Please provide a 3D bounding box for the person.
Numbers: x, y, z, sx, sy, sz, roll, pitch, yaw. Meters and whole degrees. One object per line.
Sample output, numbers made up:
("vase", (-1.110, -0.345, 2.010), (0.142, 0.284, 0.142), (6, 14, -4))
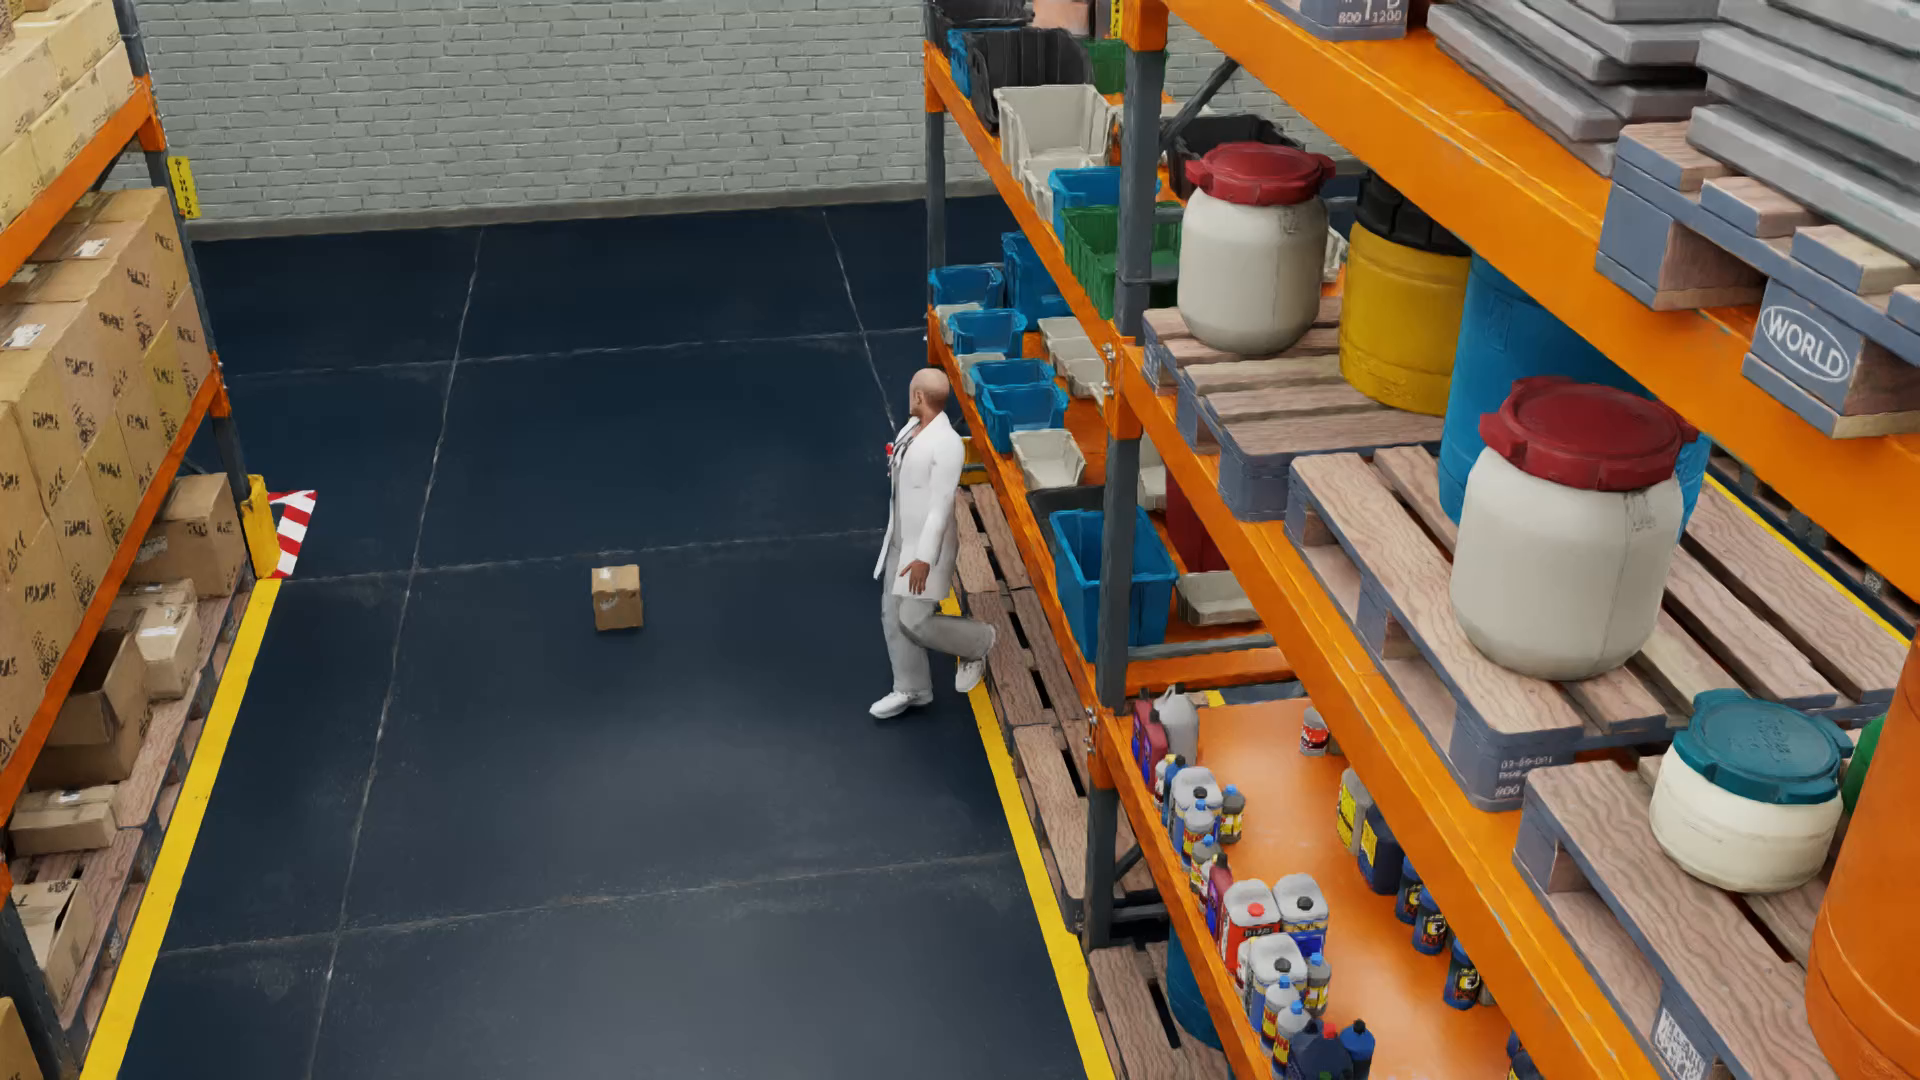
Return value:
("person", (-0.202, 0.008, 8.190), (0.726, 1.728, 0.626), (-14, 33, -23))
